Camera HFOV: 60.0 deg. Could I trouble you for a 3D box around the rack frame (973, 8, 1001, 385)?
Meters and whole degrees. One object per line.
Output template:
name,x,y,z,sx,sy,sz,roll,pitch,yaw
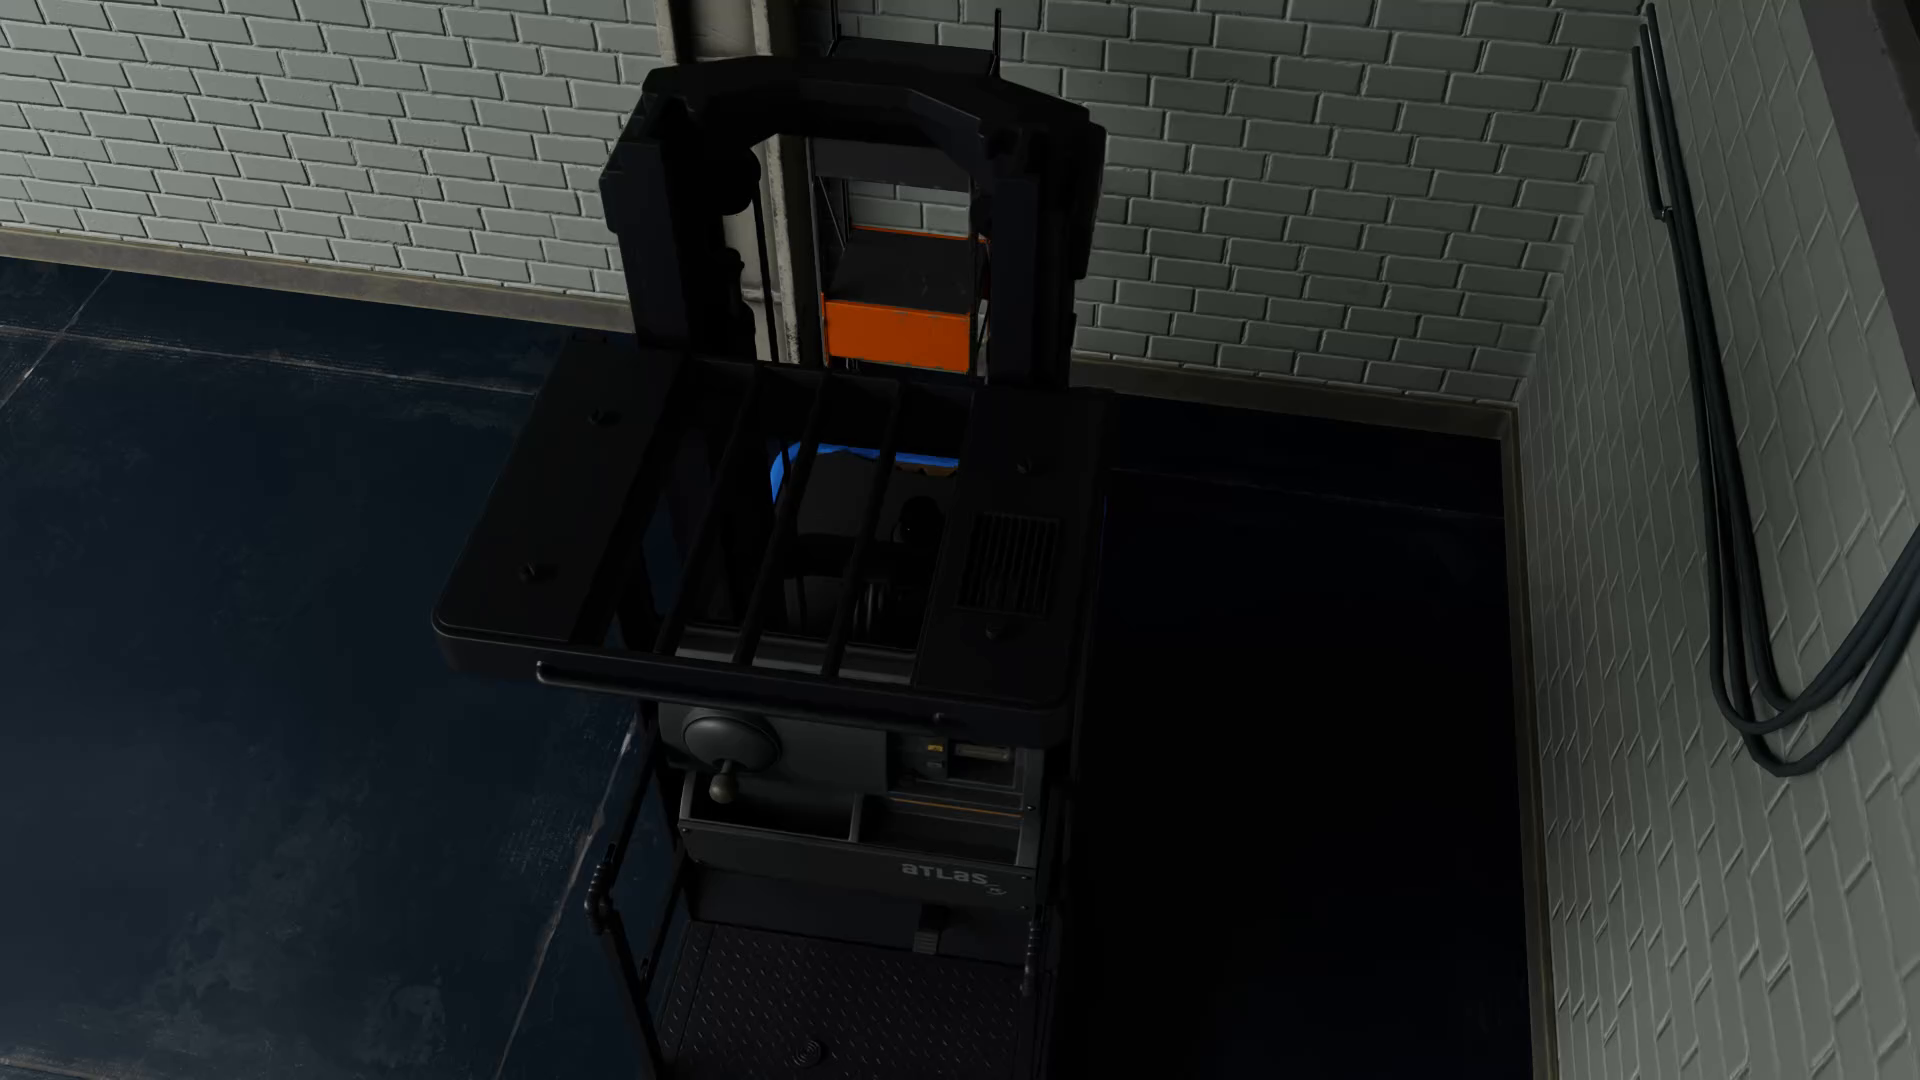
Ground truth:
rack frame,0.077,-0.691,5.460,0.015,2.100,0.400,8,49,7

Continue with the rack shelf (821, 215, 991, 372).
rack shelf,-0.163,-0.715,5.499,0.480,0.518,0.431,8,49,7

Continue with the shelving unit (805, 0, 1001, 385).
shelving unit,-0.163,-0.724,5.489,0.503,2.100,0.431,8,49,7

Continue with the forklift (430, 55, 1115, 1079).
forklift,-0.287,0.564,3.773,1.130,2.935,3.031,7,48,6

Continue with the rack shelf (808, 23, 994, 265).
rack shelf,-0.163,-1.182,4.978,0.480,0.518,0.431,8,49,7

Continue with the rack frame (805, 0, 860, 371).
rack frame,-0.403,-0.756,5.518,0.015,2.100,0.400,8,49,7

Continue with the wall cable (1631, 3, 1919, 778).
wall cable,1.867,-1.318,3.472,0.112,2.526,3.097,8,49,7

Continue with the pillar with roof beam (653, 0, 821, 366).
pillar with roof beam,-1.563,-0.562,0.706,0.400,9.000,9.100,8,49,7
